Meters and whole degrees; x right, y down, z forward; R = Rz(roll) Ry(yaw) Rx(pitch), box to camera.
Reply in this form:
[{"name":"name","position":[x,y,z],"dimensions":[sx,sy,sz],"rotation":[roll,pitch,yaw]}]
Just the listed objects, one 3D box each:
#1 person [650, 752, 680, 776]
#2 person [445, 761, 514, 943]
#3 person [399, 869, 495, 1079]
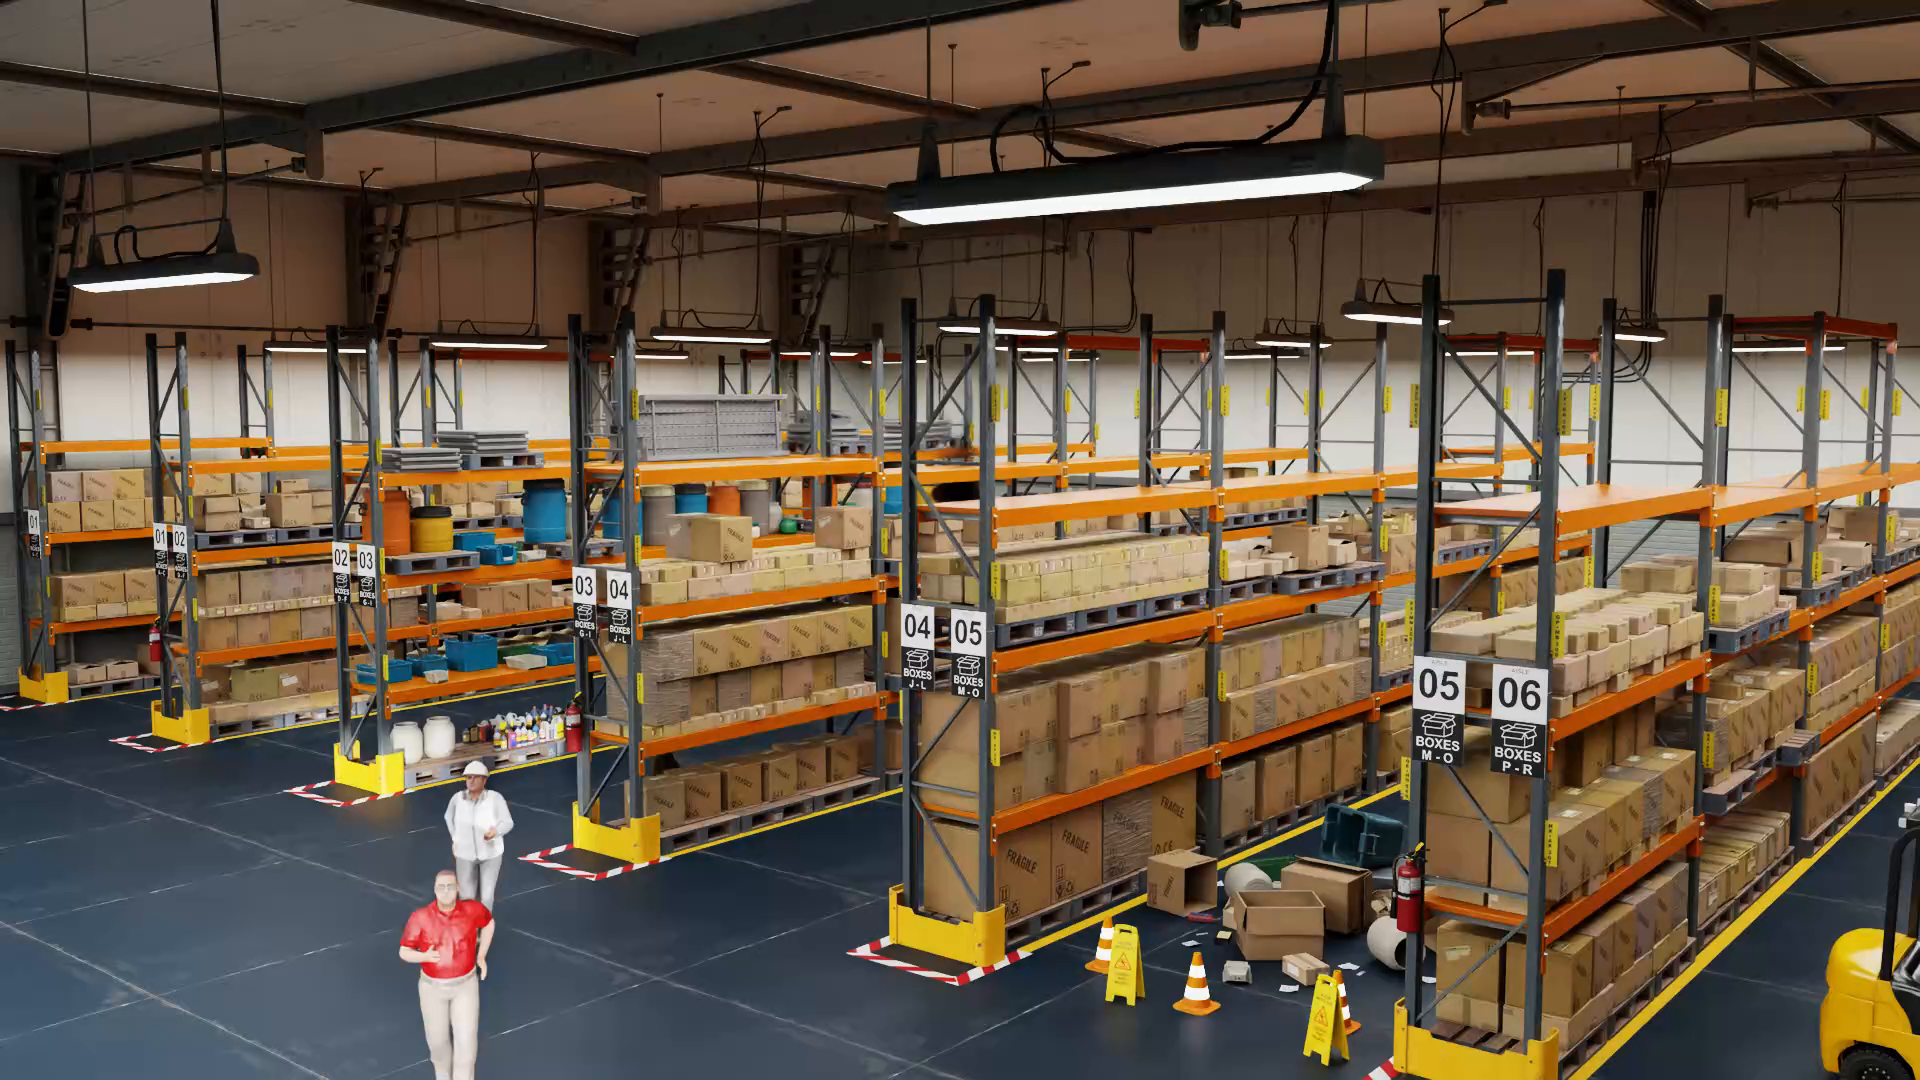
[{"name":"person","position":[-3.834,2.395,21.286],"dimensions":[0.678,1.739,0.923],"rotation":[3,6,29]},{"name":"person","position":[-4.429,2.922,15.313],"dimensions":[0.631,1.789,0.704],"rotation":[-1,5,-12]},{"name":"person","position":[-3.641,3.216,11.842],"dimensions":[0.652,1.748,0.894],"rotation":[-1,5,-16]}]
